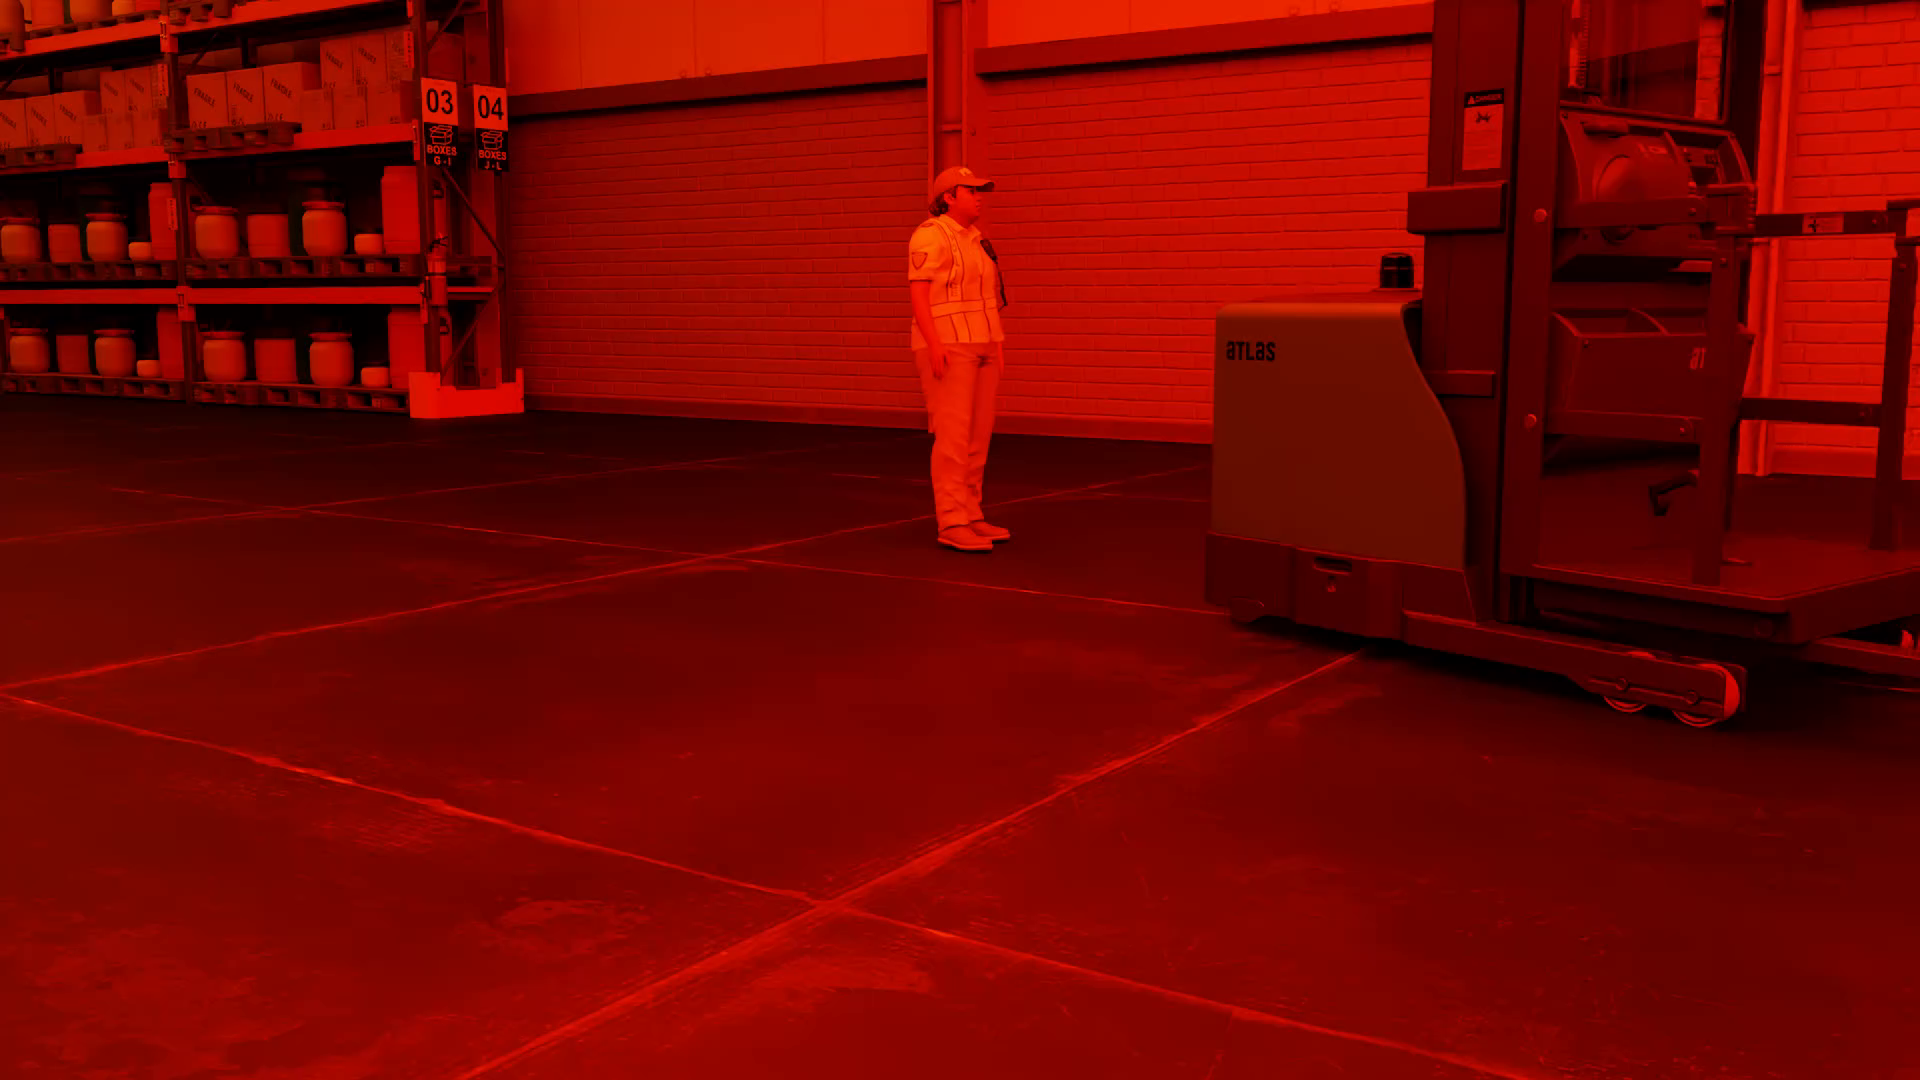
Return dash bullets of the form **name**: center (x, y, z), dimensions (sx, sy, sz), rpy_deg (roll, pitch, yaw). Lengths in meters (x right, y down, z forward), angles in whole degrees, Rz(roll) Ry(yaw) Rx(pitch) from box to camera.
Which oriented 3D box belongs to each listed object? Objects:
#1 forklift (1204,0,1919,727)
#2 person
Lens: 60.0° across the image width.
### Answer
- **forklift**: center (2.127, -1.051, 4.584), dimensions (1.130, 2.935, 3.031), rpy_deg (-6, 10, -37)
- **person**: center (0.051, -0.824, 7.424), dimensions (0.529, 1.670, 0.599), rpy_deg (5, 10, 34)
